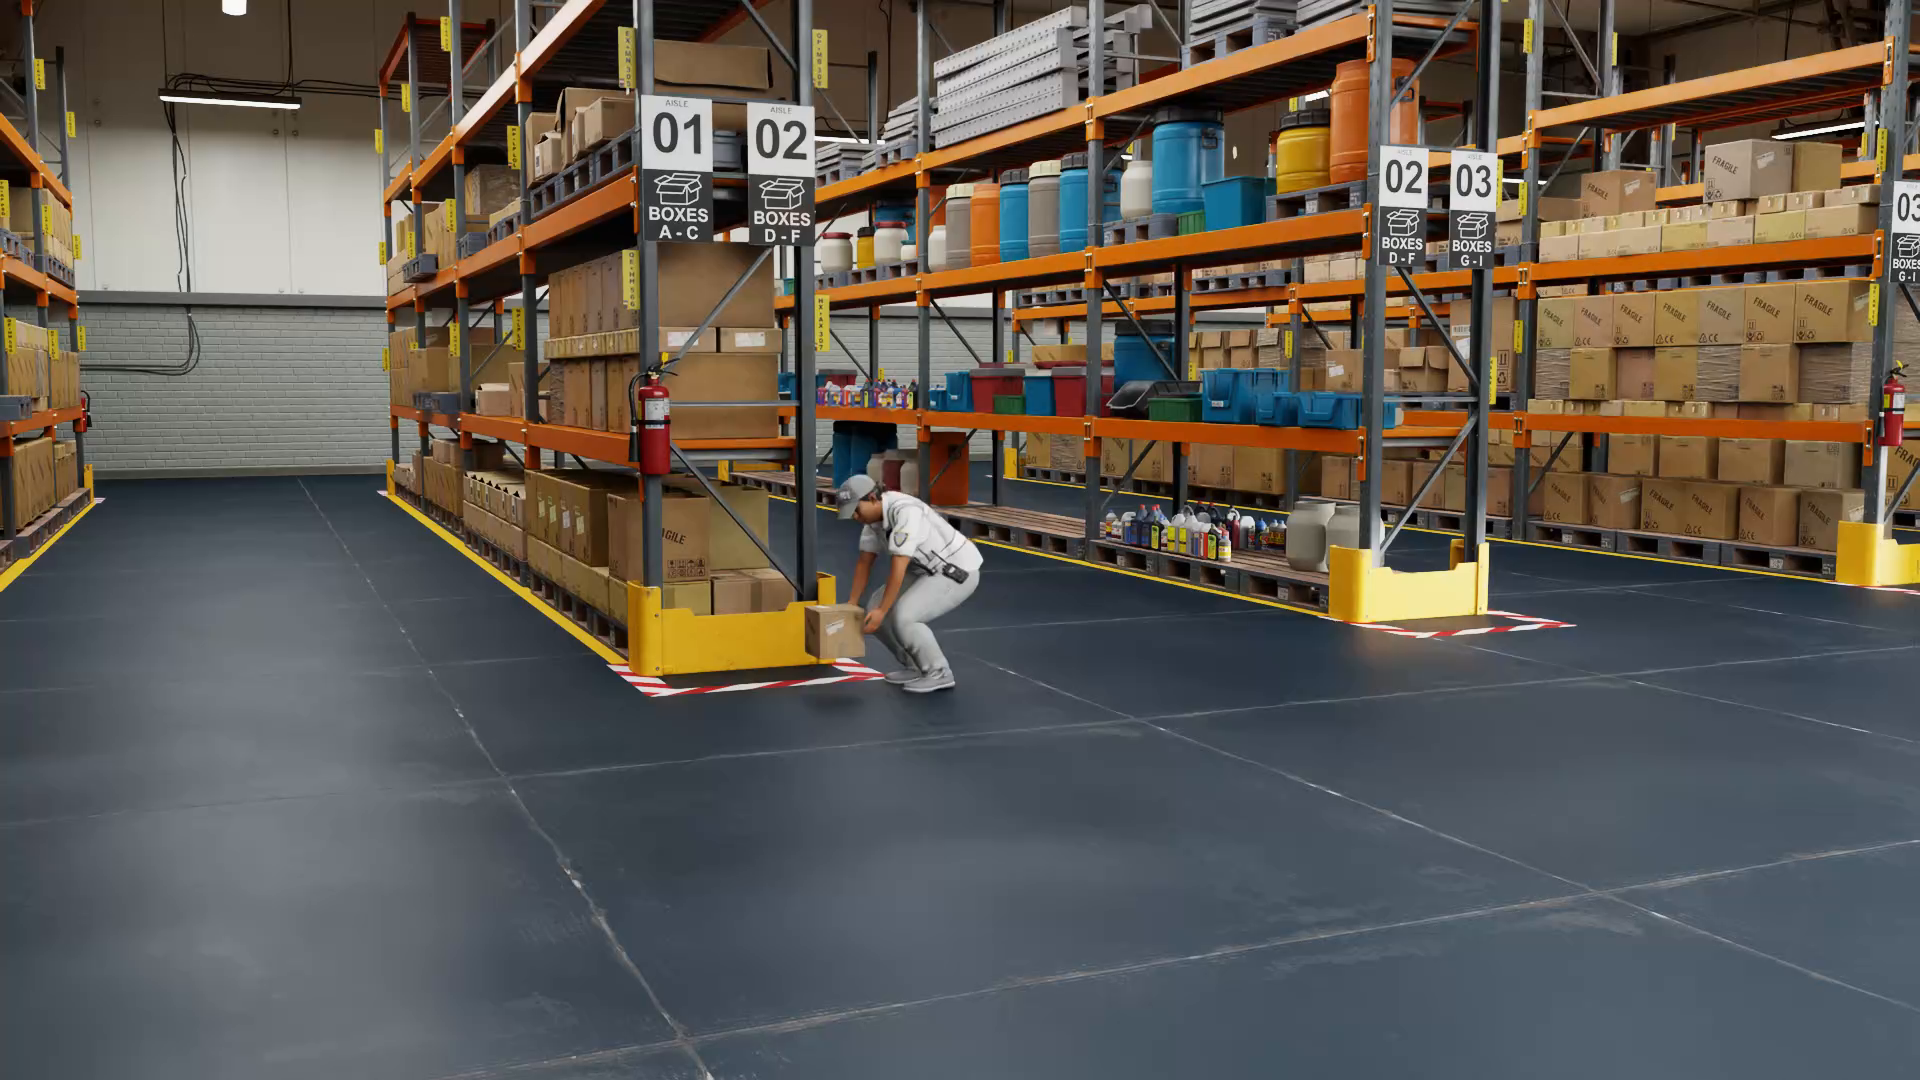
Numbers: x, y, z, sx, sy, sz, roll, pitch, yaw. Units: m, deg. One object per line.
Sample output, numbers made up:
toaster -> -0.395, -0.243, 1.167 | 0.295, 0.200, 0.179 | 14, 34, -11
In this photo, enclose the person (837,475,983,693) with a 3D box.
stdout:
person -> -0.277, 0.222, 8.870 | 0.817, 1.158, 0.541 | -2, 6, -24
